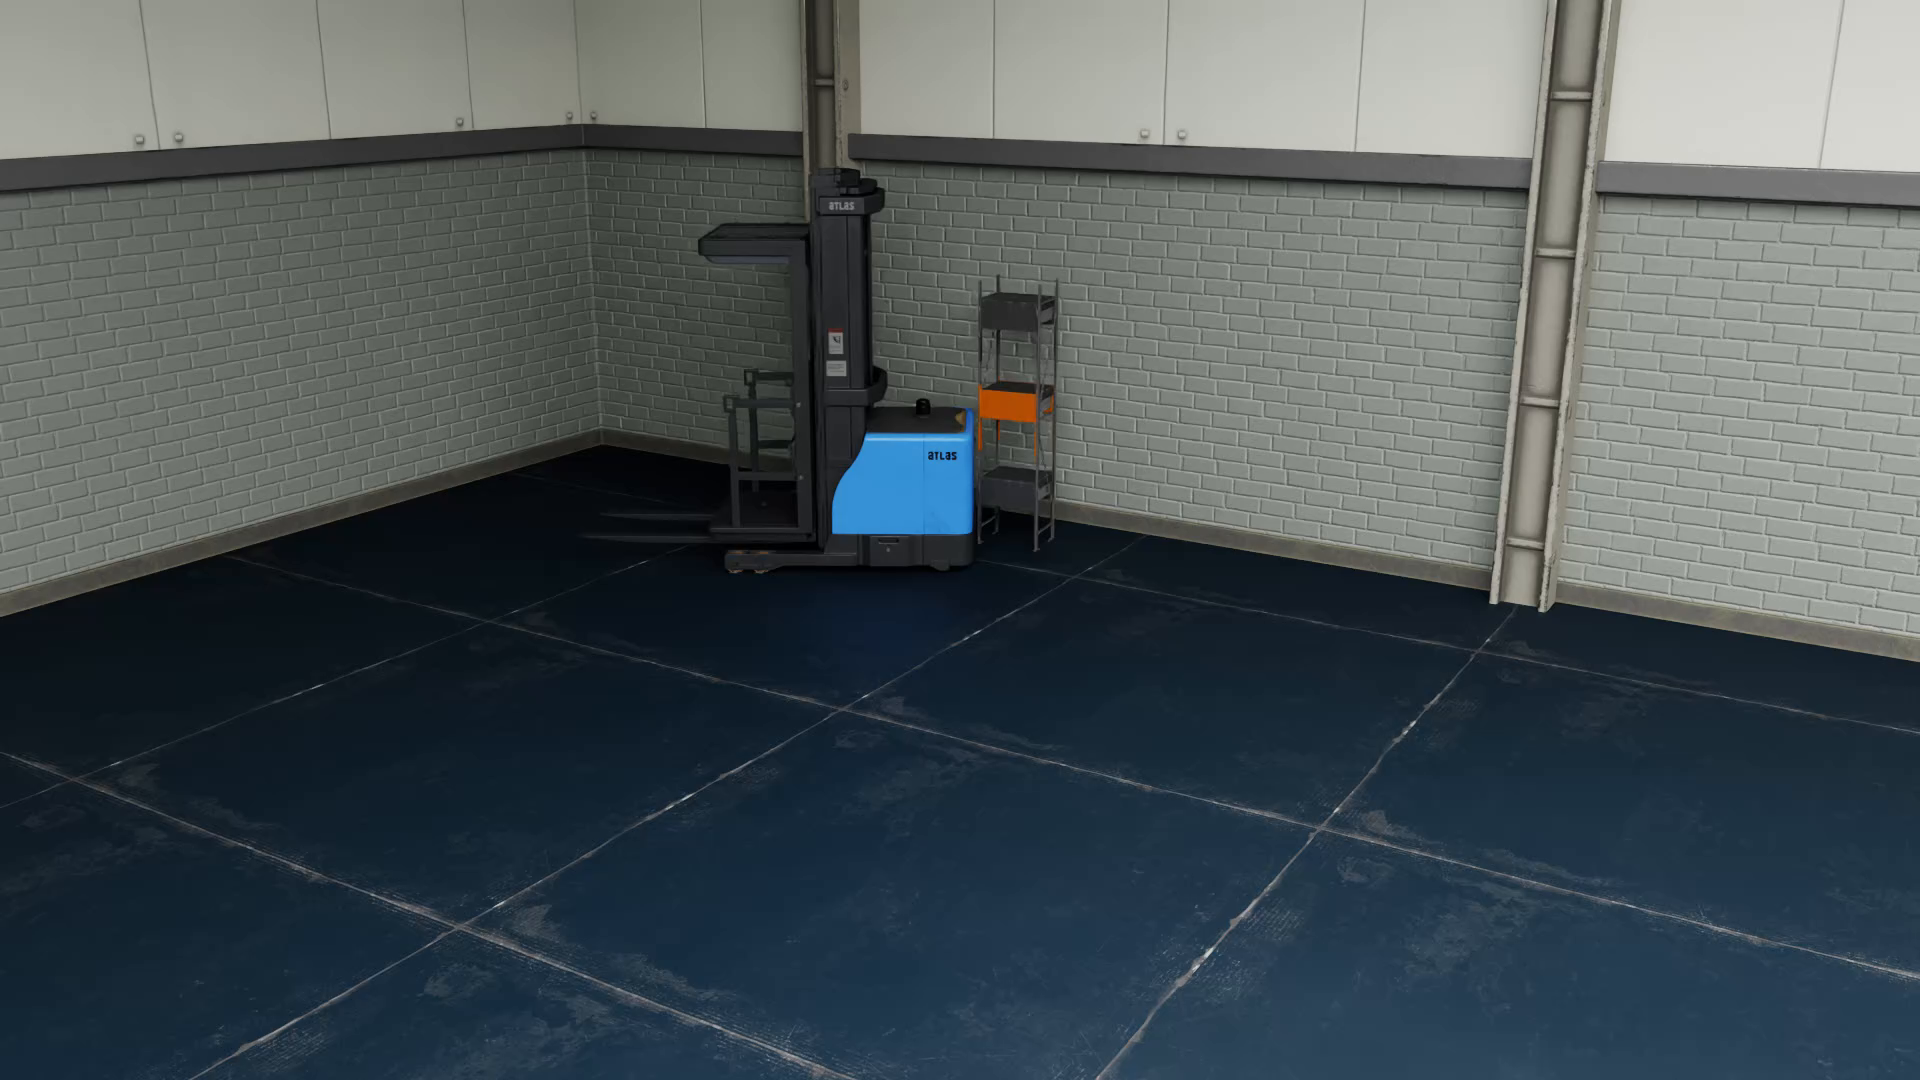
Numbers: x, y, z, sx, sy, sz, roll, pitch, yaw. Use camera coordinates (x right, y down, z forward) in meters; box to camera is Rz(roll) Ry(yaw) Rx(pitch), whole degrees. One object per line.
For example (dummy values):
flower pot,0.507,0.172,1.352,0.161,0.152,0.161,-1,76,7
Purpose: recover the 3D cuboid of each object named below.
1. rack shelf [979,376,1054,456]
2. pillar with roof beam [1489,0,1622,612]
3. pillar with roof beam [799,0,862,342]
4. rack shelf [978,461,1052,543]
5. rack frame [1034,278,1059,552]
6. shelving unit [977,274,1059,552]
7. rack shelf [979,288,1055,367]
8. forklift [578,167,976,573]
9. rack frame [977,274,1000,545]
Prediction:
rack shelf,0.449,-0.976,13.030,0.480,0.518,0.431,7,18,23
pillar with roof beam,1.780,-2.797,7.107,0.400,9.000,9.100,10,20,30
pillar with roof beam,-3.333,-3.710,10.112,0.400,9.000,9.100,10,20,30
rack shelf,0.449,-0.307,13.233,0.480,0.518,0.431,7,18,23
rack frame,0.672,-0.961,12.931,0.015,2.100,0.400,7,18,23
shelving unit,0.449,-0.989,13.026,0.503,2.100,0.431,7,18,23
rack shelf,0.449,-1.646,12.826,0.480,0.518,0.431,7,18,23
forklift,-1.397,-1.304,12.630,3.031,2.935,1.130,0,17,1
rack frame,0.226,-1.018,13.120,0.015,2.100,0.400,7,18,23
